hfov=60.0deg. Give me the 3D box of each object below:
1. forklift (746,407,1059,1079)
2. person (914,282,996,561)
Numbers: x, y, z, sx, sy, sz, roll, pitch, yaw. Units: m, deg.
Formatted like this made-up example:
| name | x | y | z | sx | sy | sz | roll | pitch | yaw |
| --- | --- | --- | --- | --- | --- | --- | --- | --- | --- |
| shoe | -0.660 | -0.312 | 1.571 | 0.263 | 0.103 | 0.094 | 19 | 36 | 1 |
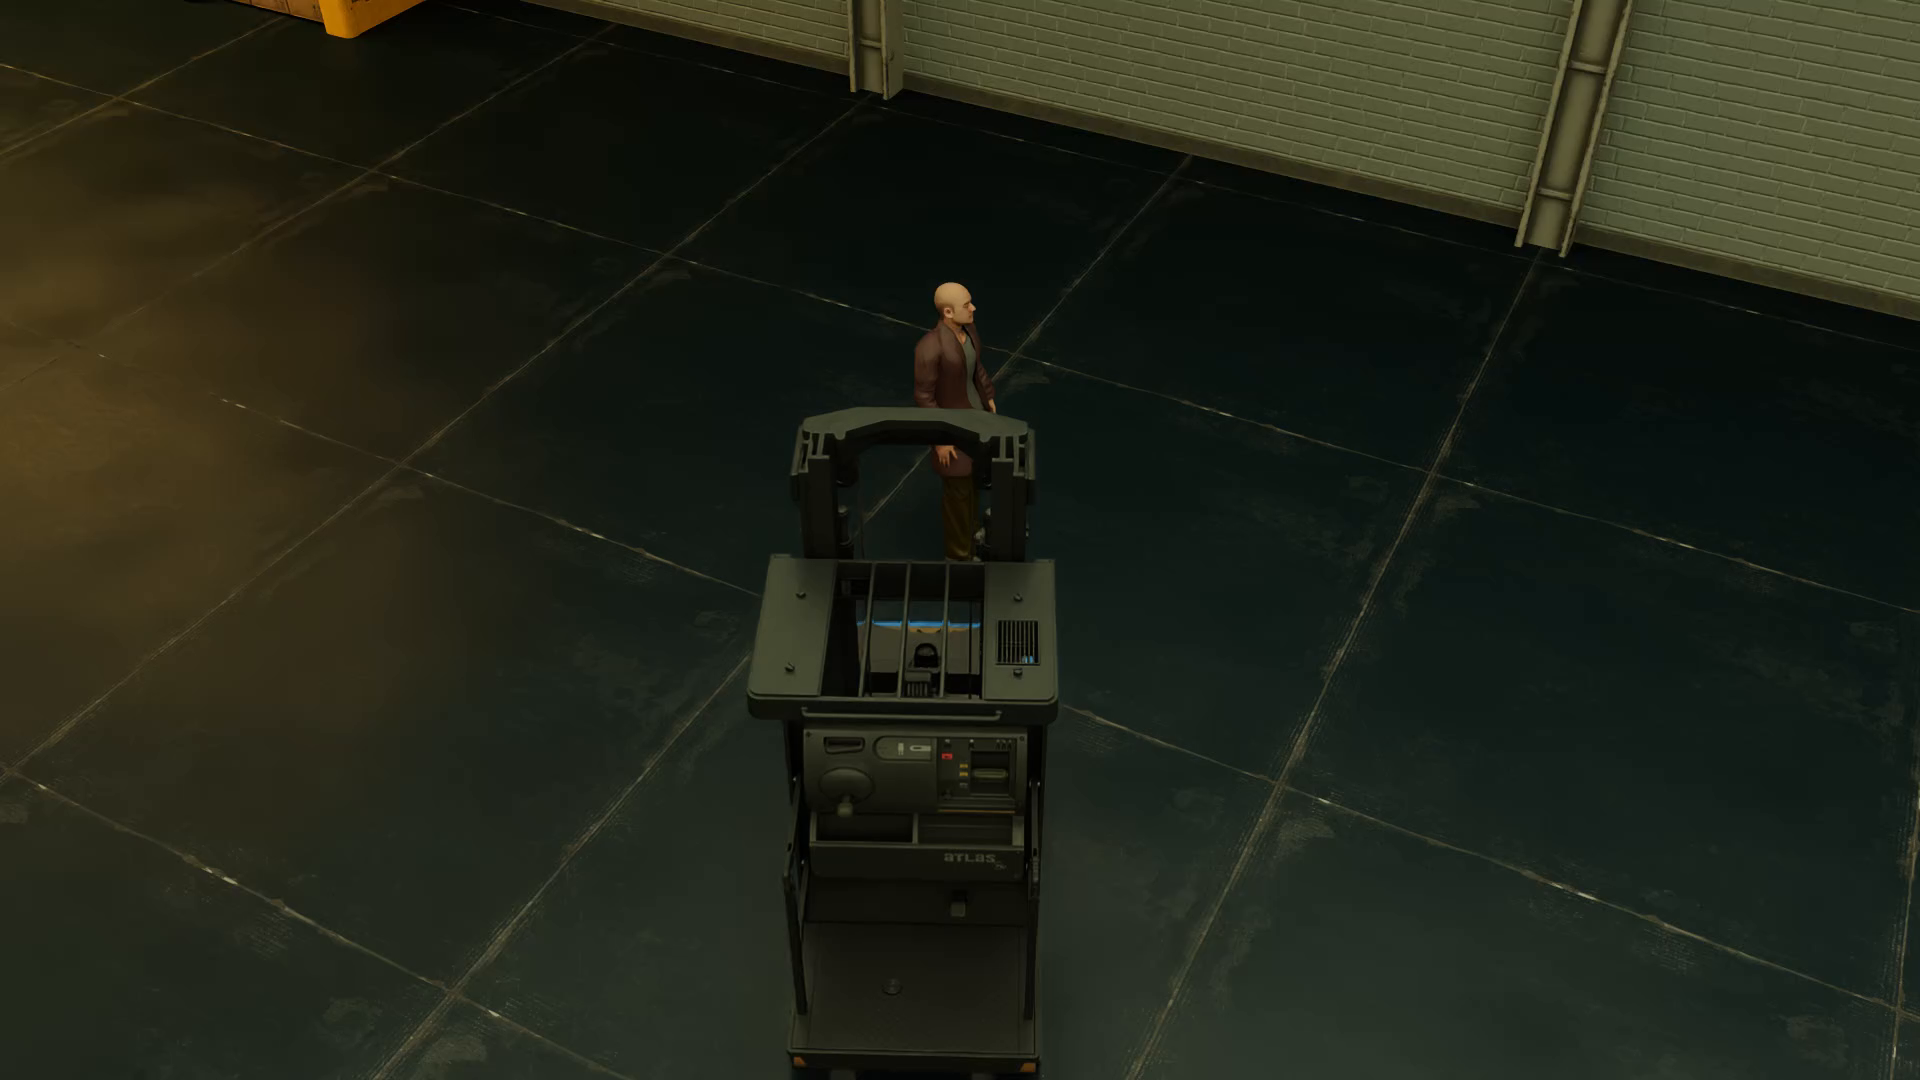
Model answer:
| name | x | y | z | sx | sy | sz | roll | pitch | yaw |
| --- | --- | --- | --- | --- | --- | --- | --- | --- | --- |
| forklift | -0.189 | 1.044 | 6.747 | 1.130 | 2.935 | 3.031 | 1 | 40 | 1 |
| person | 0.080 | -0.656 | 9.649 | 0.579 | 1.778 | 0.698 | 18 | 43 | 21 |
